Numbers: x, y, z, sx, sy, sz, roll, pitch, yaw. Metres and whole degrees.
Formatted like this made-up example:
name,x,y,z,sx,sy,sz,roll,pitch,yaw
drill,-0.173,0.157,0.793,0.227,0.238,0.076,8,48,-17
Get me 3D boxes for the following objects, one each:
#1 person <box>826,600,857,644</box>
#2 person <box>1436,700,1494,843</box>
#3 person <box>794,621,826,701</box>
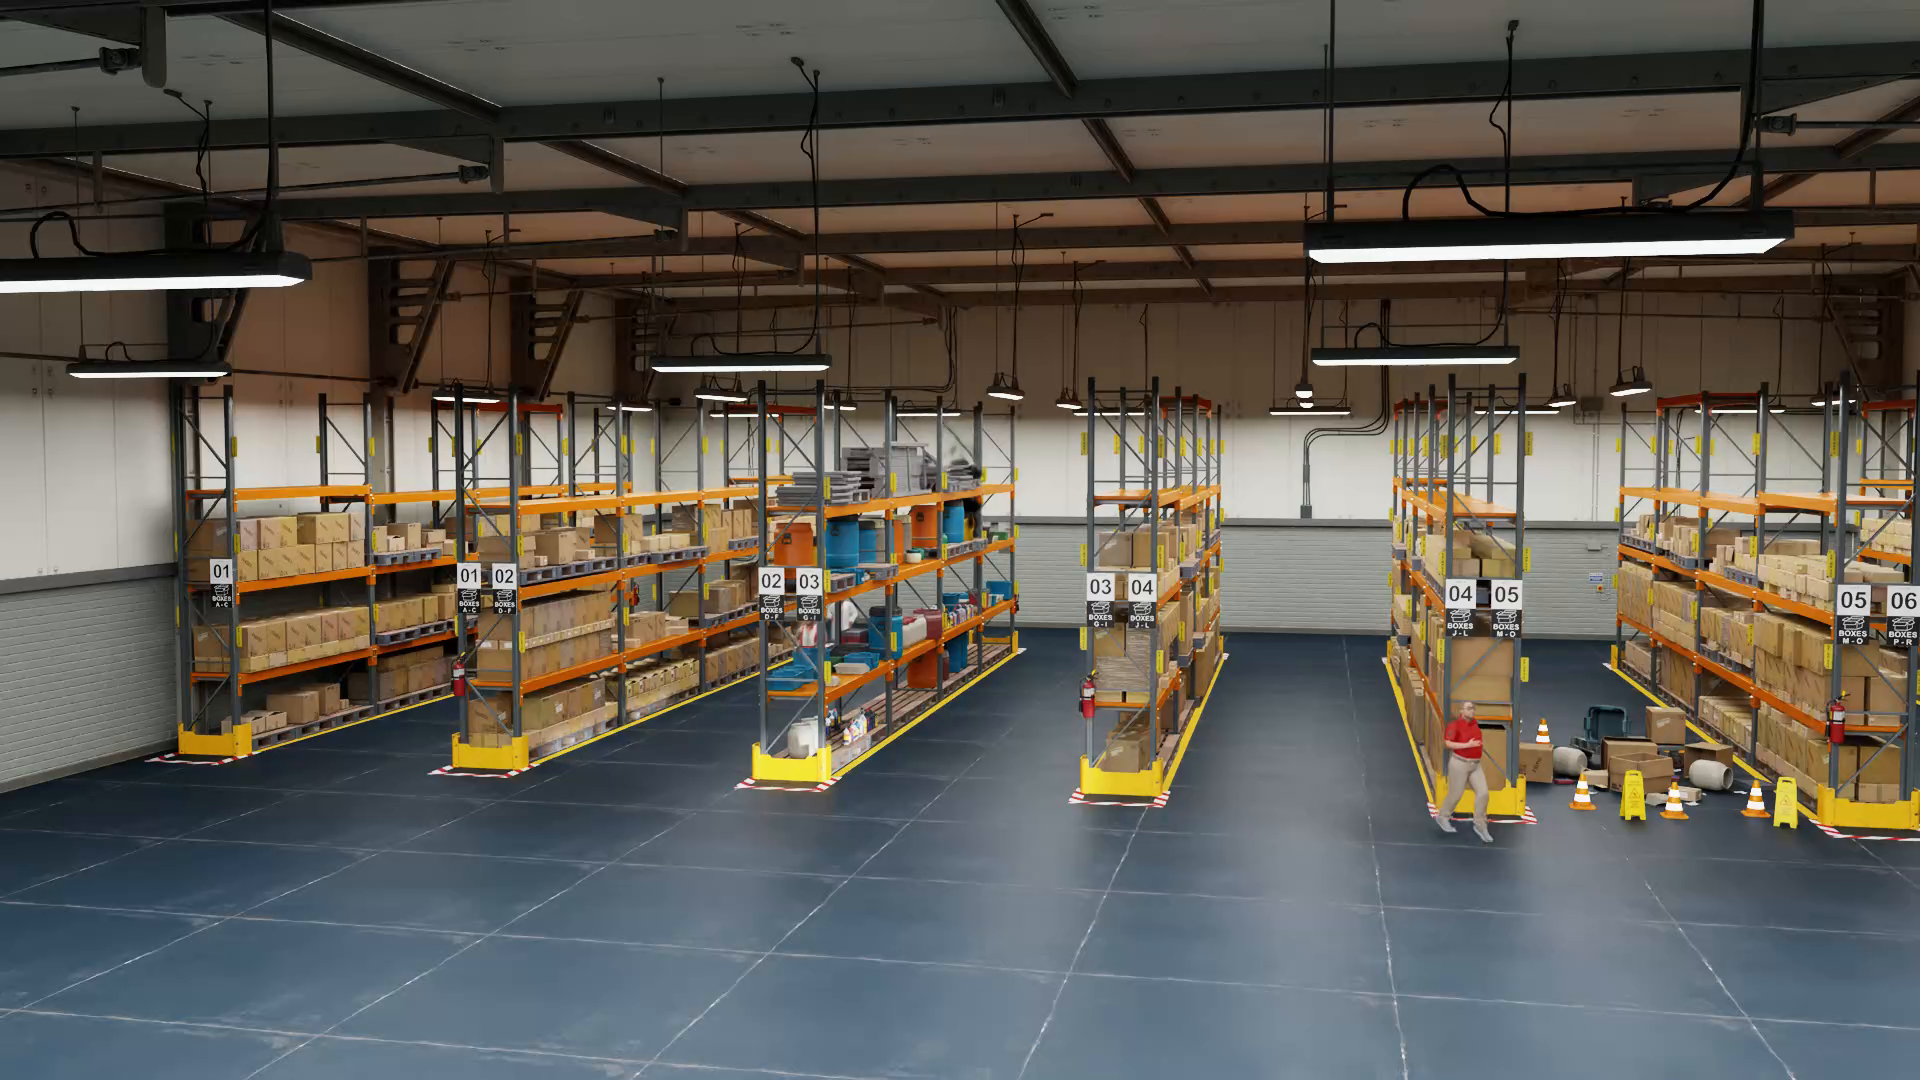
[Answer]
name,x,y,z,sx,sy,sz,roll,pitch,yaw
person,-2.688,2.028,37.497,0.693,1.767,0.680,0,3,4
person,6.456,2.947,21.288,0.656,1.798,0.769,-1,4,-25
person,-2.976,2.290,32.880,0.663,1.748,0.780,0,3,3
